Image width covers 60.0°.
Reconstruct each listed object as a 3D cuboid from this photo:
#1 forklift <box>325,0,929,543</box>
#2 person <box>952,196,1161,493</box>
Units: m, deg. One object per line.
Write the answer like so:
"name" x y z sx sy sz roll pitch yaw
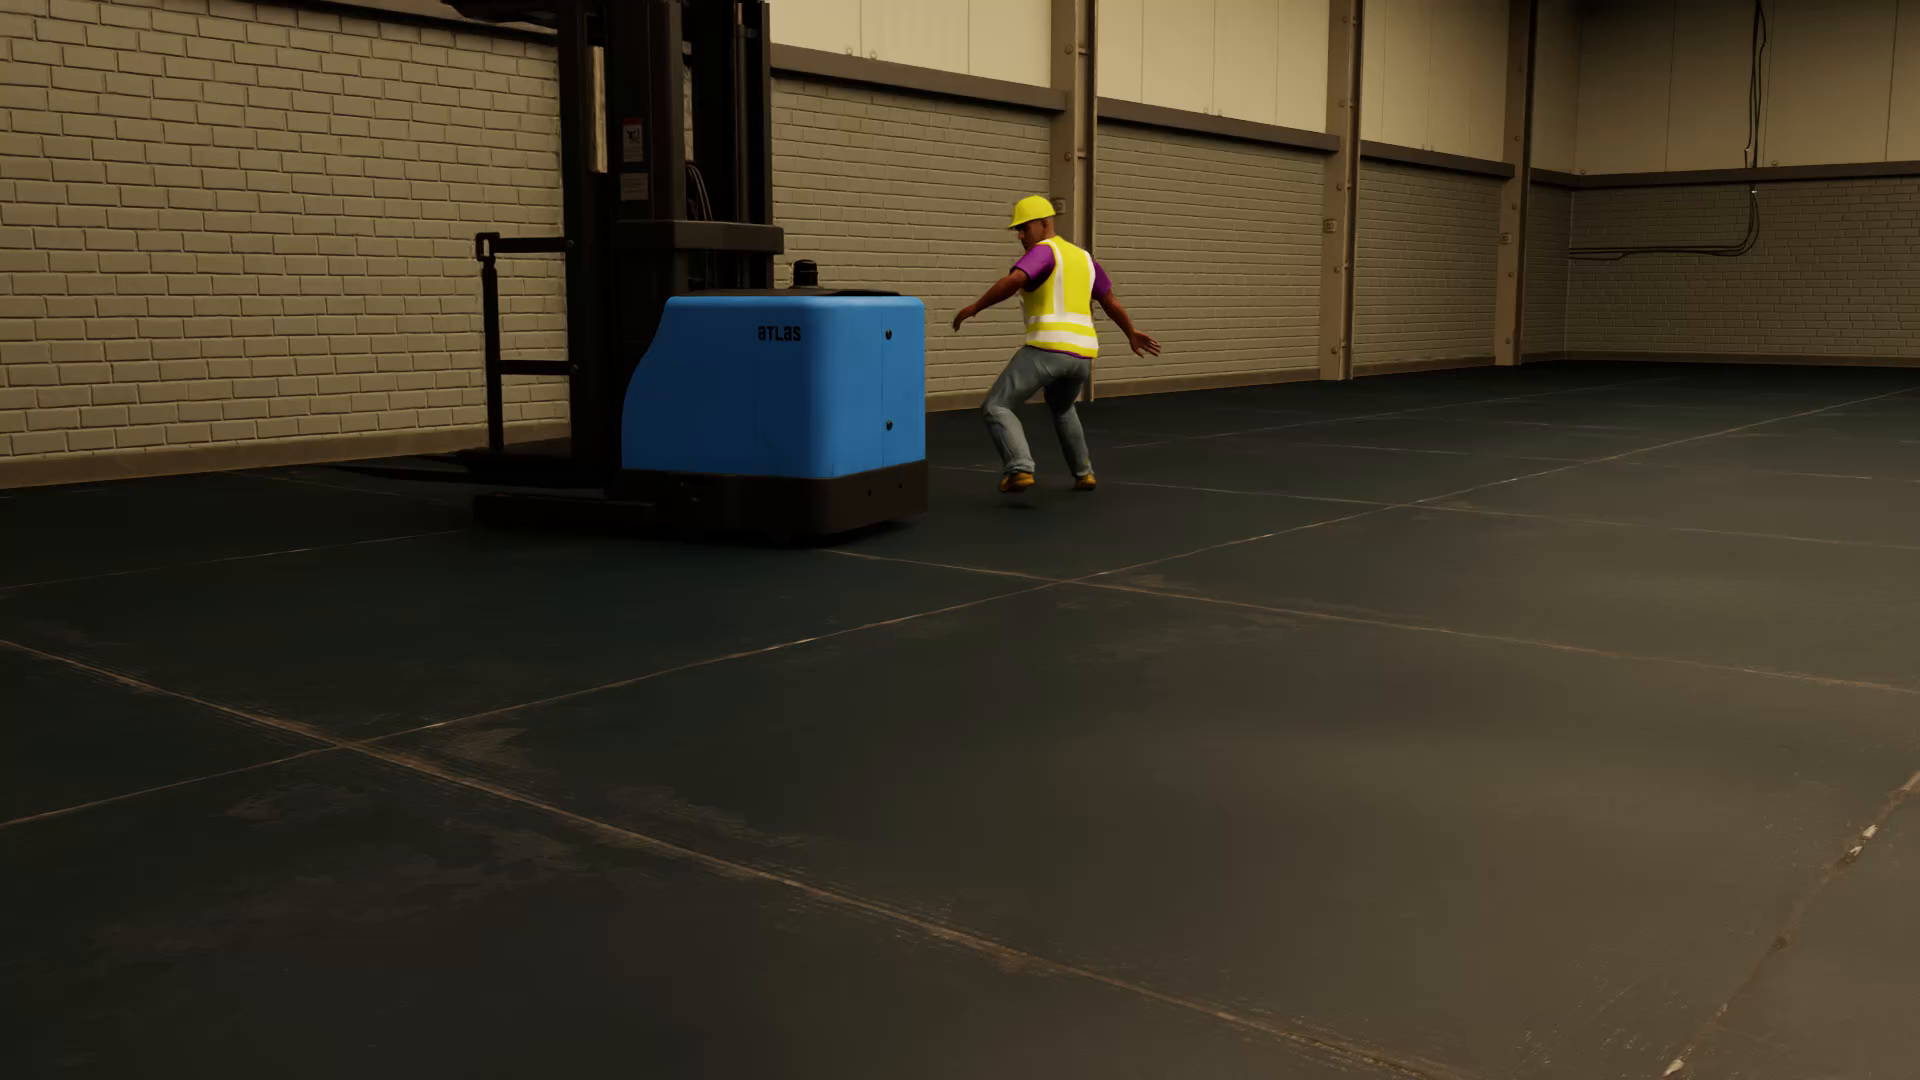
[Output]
"forklift" -1.709 -1.557 7.920 3.031 2.935 1.130 4 9 25
"person" 0.523 -0.987 8.948 0.547 1.705 1.194 8 12 44
